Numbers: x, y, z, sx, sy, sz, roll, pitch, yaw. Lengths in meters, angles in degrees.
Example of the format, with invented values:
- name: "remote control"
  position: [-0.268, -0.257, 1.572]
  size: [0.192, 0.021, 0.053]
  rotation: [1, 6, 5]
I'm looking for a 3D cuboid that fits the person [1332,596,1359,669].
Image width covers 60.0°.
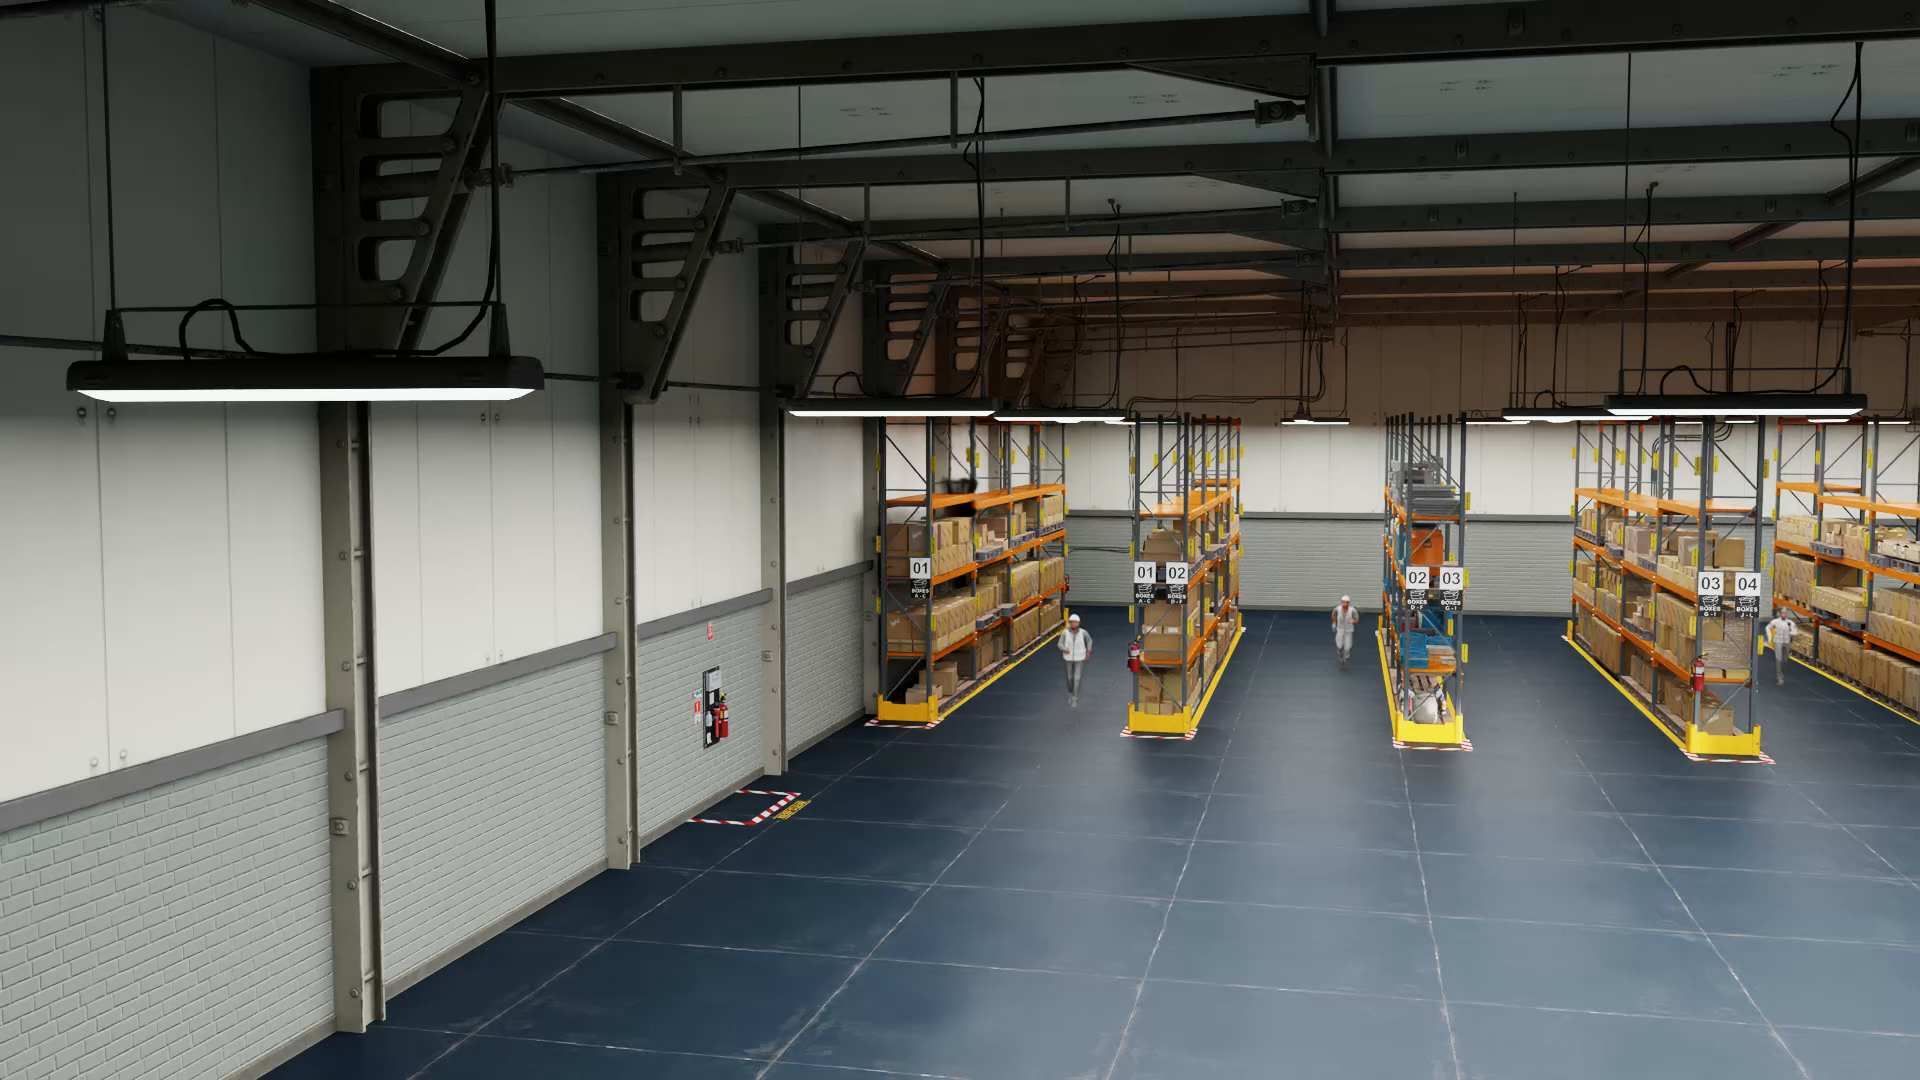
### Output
- name: "person"
  position: [9.087, 2.183, 39.233]
  size: [0.610, 1.745, 0.819]
  rotation: [1, 4, 13]

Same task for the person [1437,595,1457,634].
- name: "person"
  position: [13.421, 1.763, 46.154]
  size: [0.730, 1.682, 0.754]
  rotation: [-3, 5, -38]

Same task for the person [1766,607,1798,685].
- name: "person"
  position: [18.360, 2.338, 37.169]
  size: [0.554, 1.708, 0.848]
  rotation: [1, 4, 12]

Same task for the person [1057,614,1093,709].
- name: "person"
  position: [2.246, 2.366, 32.577]
  size: [0.681, 1.830, 0.797]
  rotation: [1, 4, 9]
